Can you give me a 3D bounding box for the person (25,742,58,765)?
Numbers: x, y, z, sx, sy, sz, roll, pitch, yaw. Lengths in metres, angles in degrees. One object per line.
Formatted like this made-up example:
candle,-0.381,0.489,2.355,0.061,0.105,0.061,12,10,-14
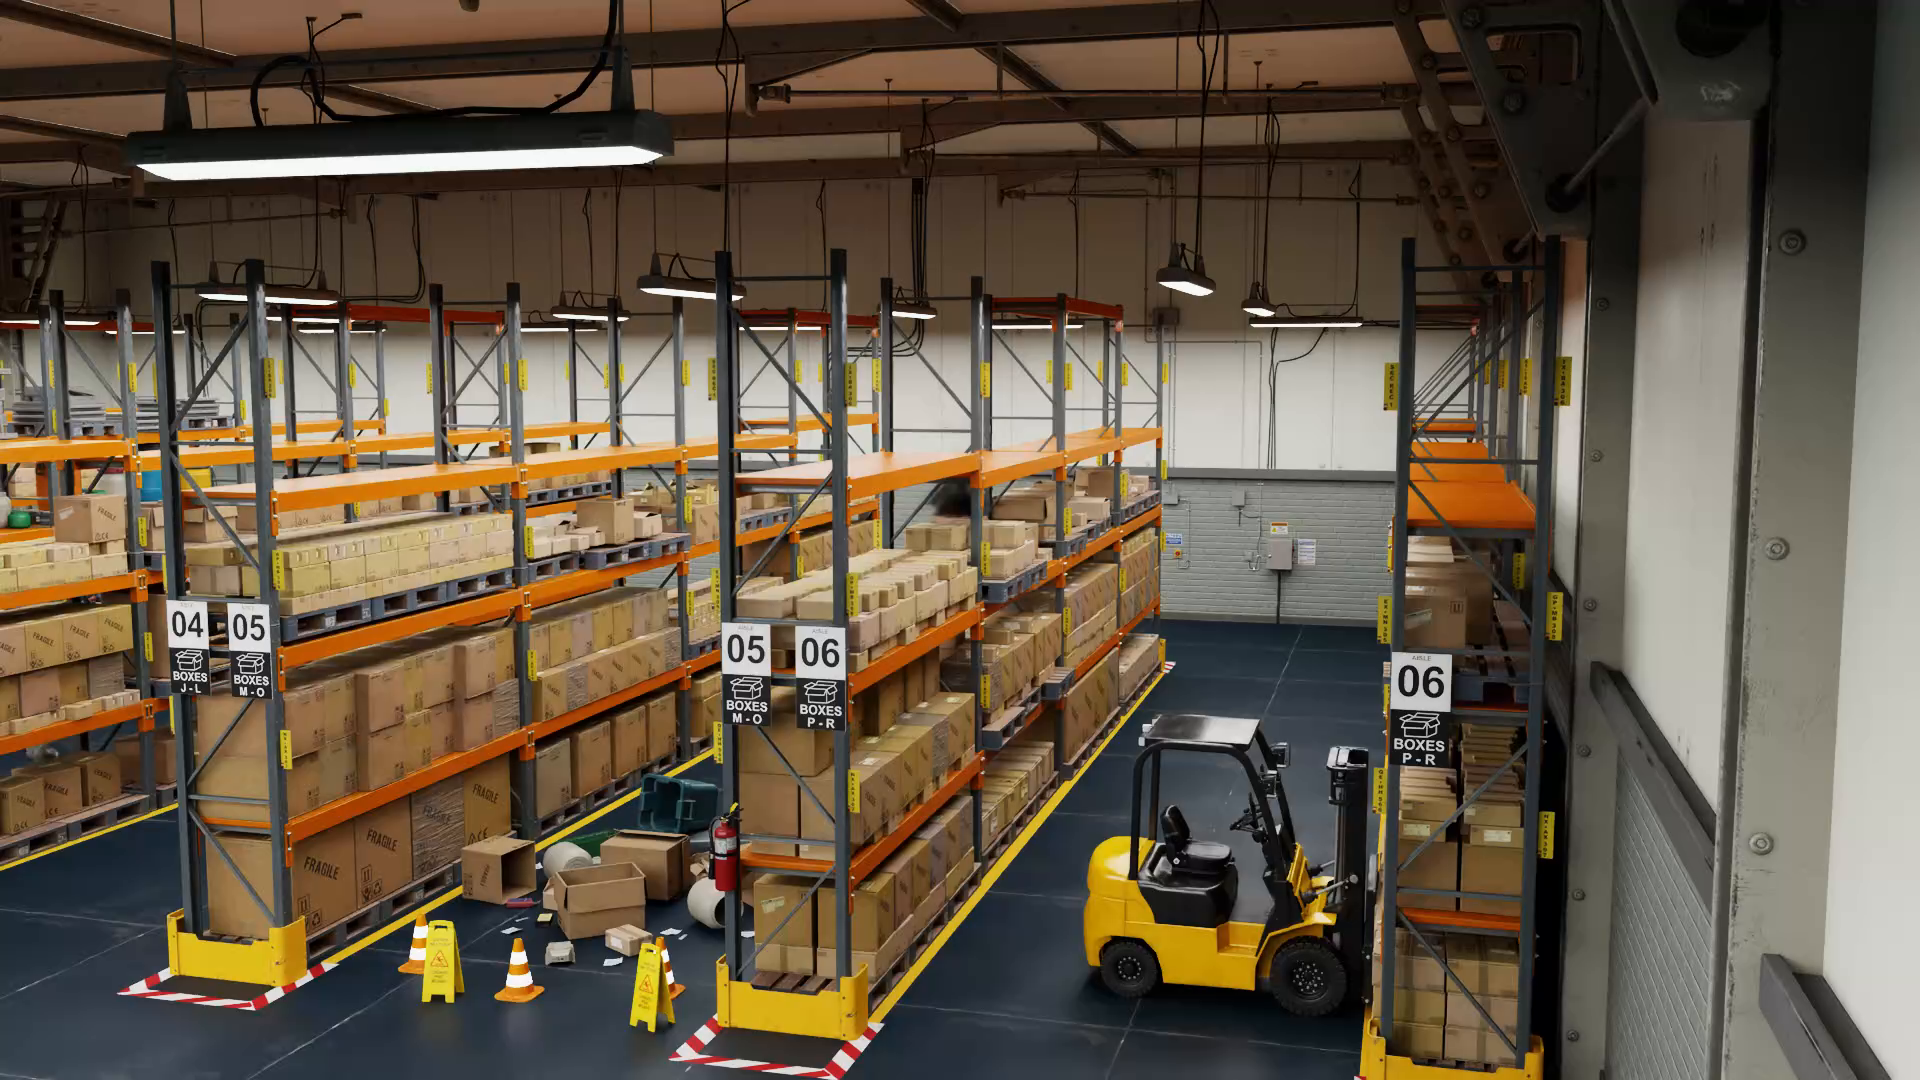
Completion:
person,-11.132,2.266,20.216,0.537,1.561,0.589,1,6,5
